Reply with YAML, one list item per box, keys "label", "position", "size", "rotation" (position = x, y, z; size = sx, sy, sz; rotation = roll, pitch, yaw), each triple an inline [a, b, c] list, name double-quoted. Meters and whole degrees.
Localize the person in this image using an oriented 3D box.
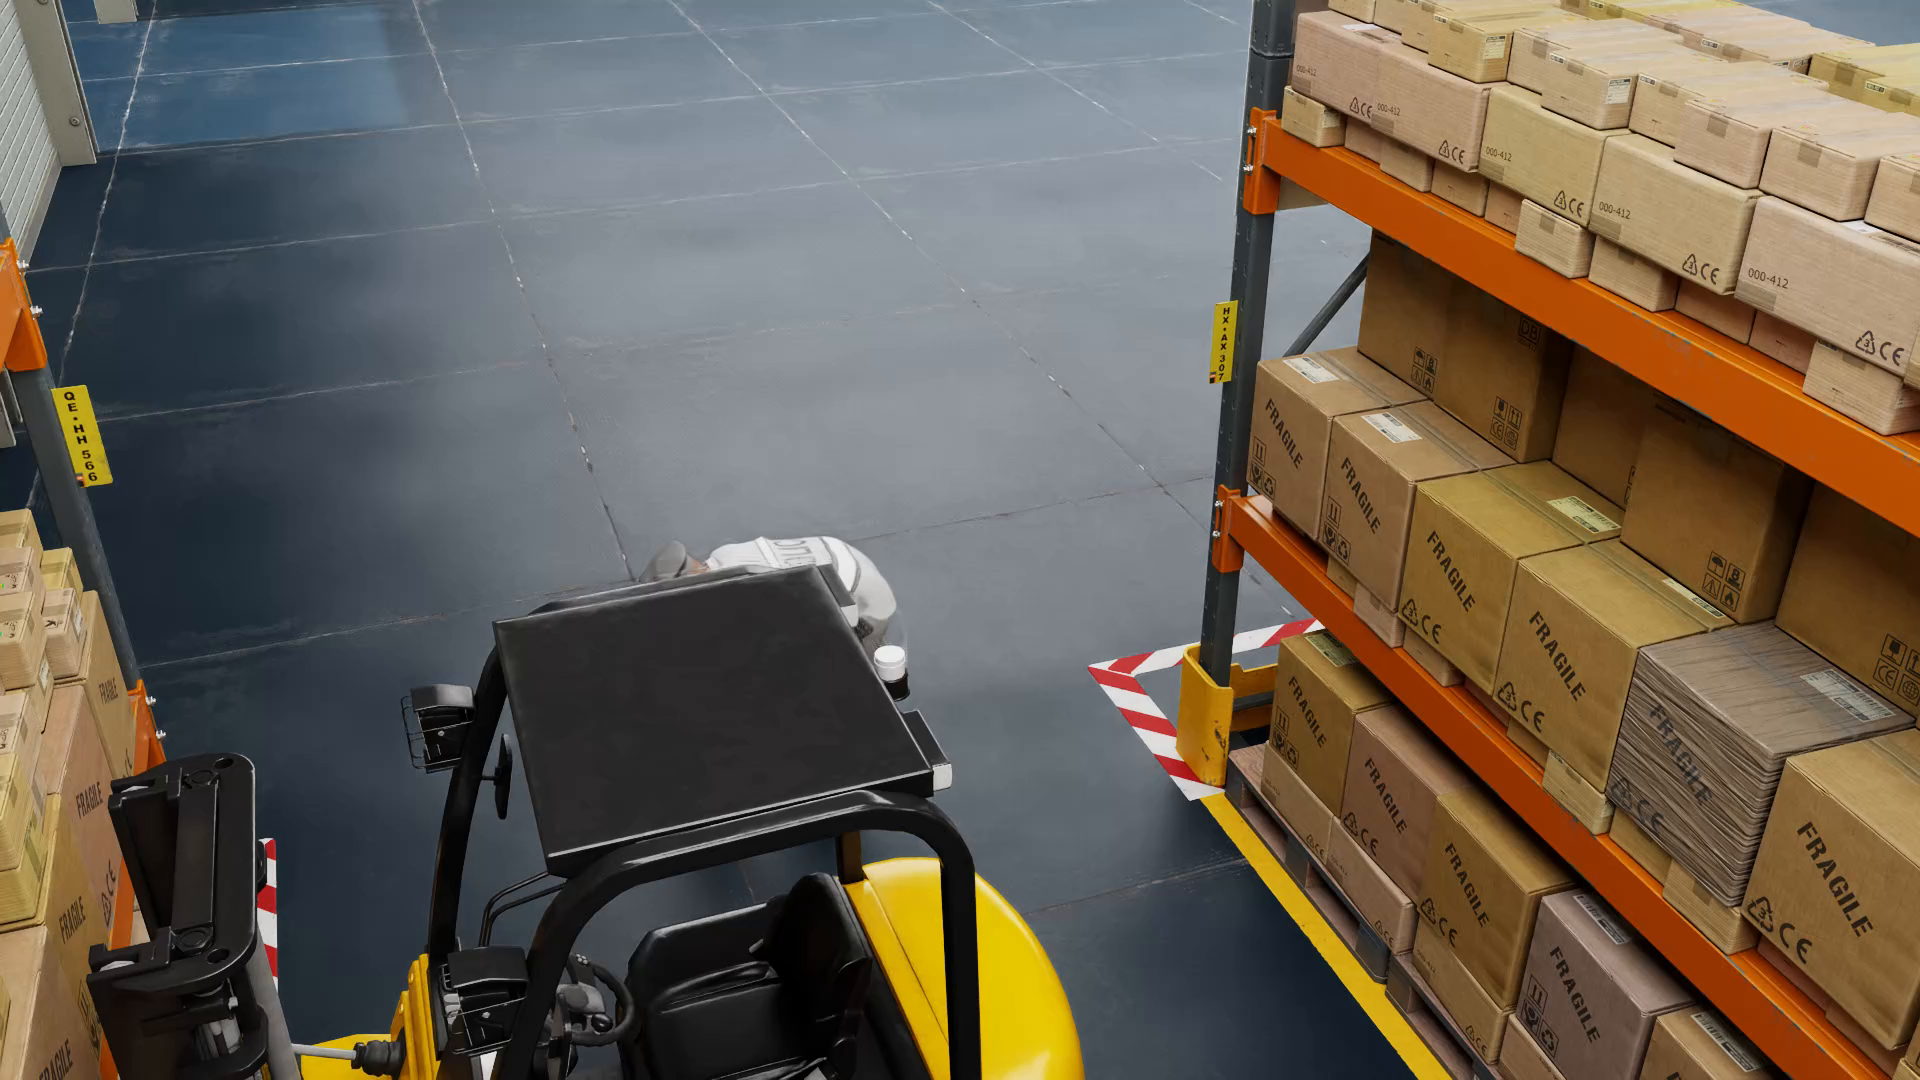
- label: "person"
  position: [-0.761, 0.503, 6.739]
  size: [1.013, 1.260, 0.506]
  rotation: [-12, 32, -20]
